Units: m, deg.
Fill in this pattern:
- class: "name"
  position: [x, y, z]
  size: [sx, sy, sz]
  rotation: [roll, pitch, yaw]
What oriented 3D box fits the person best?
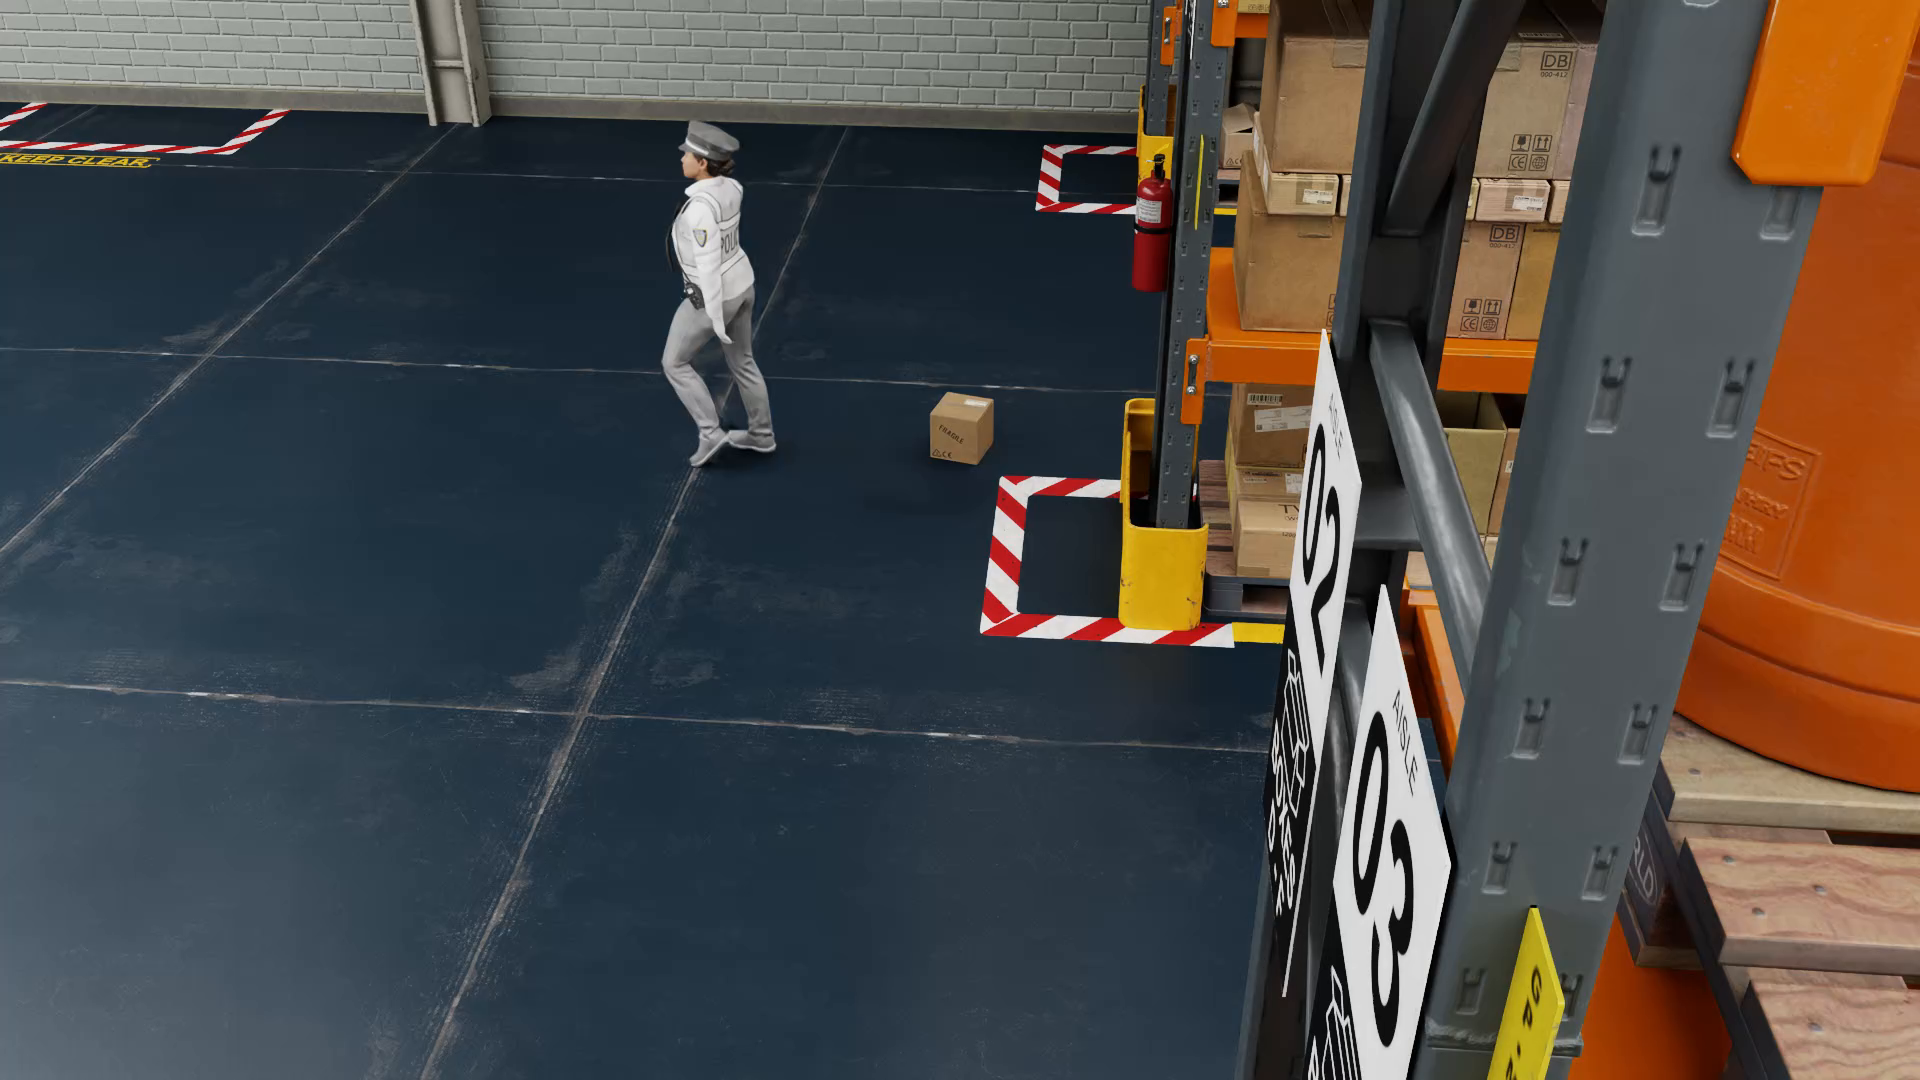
- class: "person"
  position: [-1.170, -1.141, 7.922]
  size: [0.478, 1.731, 0.487]
  rotation: [12, 34, 18]
